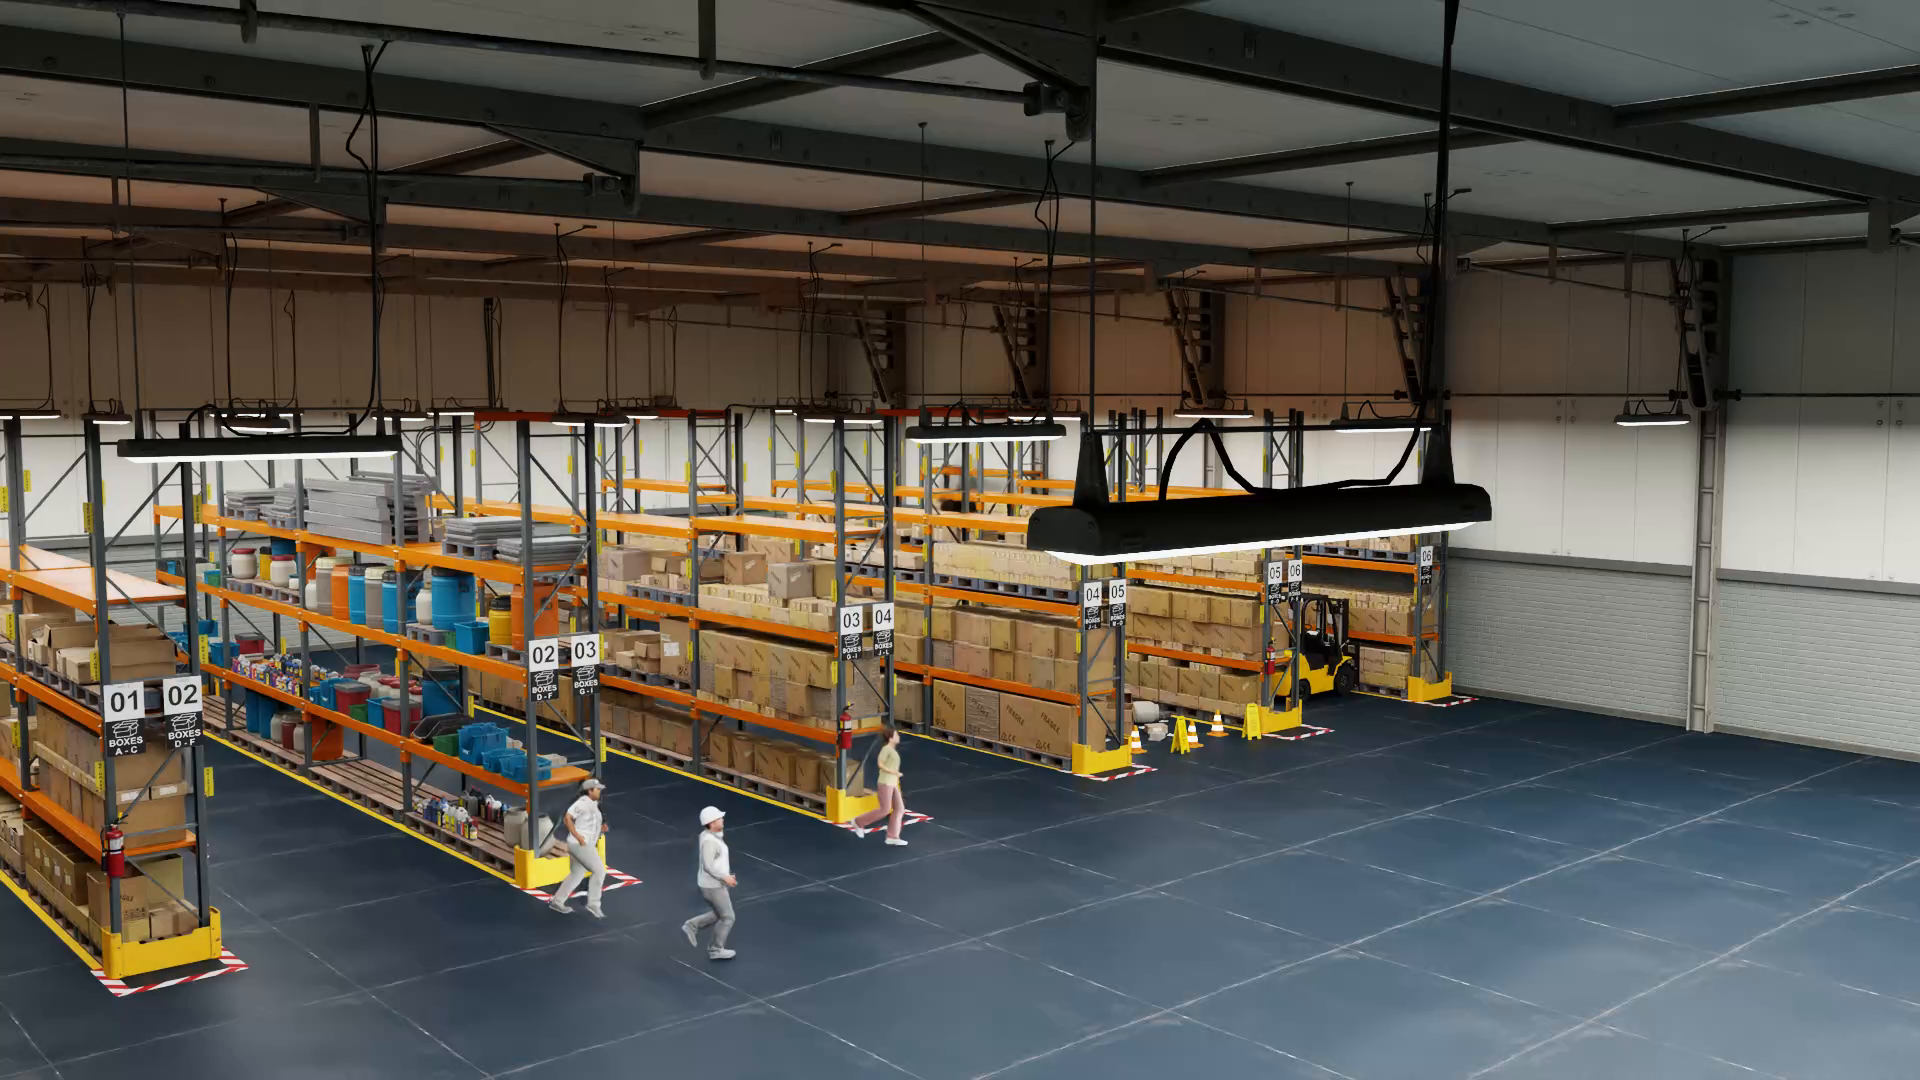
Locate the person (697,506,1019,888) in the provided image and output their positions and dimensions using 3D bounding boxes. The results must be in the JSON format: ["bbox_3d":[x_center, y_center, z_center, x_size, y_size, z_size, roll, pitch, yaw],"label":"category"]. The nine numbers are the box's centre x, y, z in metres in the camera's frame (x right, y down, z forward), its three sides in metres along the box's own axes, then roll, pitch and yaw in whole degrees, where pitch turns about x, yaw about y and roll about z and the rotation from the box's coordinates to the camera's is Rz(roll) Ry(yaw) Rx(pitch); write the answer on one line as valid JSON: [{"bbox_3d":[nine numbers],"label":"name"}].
[{"bbox_3d":[-0.669,1.528,30.722,9.459,2.620,23.720,-1,5,-12],"label":"person"}]

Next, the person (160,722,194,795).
[{"bbox_3d":[-12.429,3.173,26.453,0.851,1.692,0.579,4,6,36],"label":"person"}]

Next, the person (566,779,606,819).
[{"bbox_3d":[-4.564,3.300,20.355,0.458,0.738,0.562,-1,5,-6],"label":"person"}]

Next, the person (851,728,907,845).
[{"bbox_3d":[-1.088,3.465,23.582,0.822,1.605,0.636,1,5,13],"label":"person"}]
